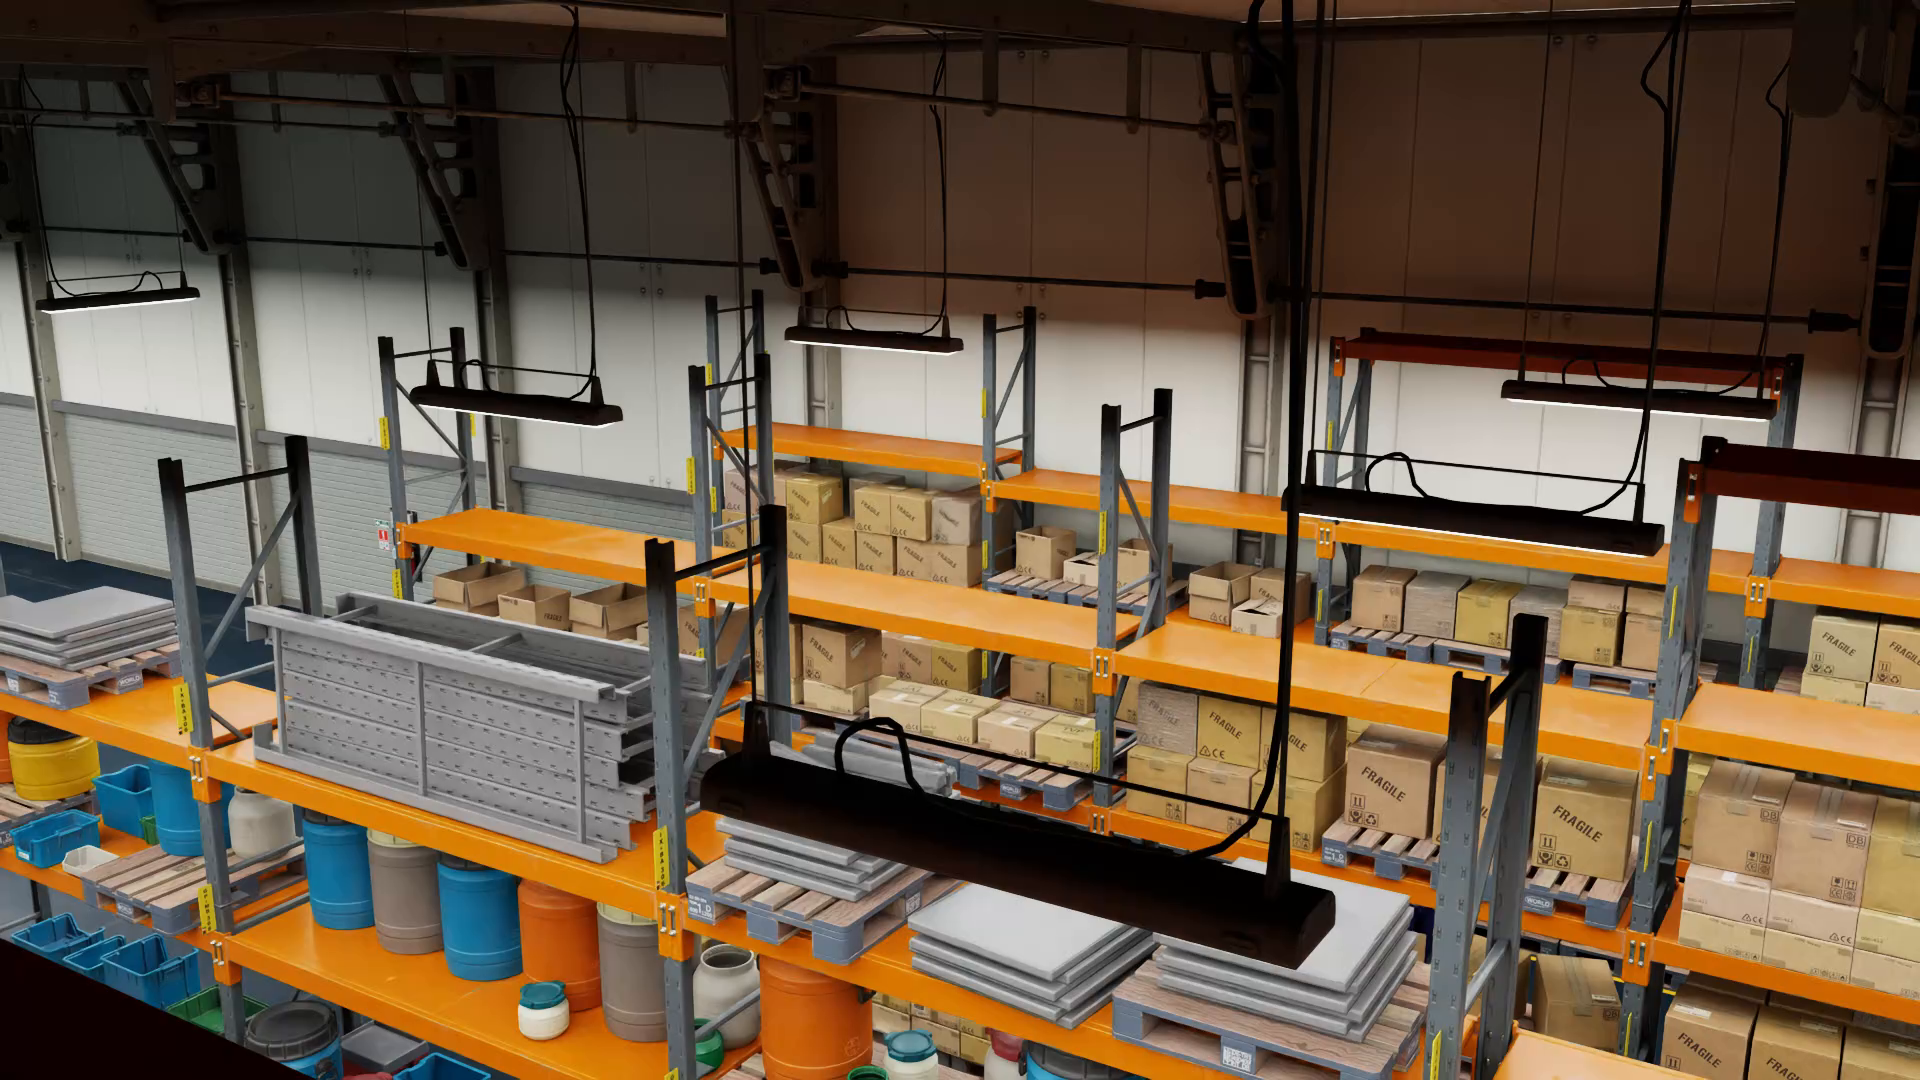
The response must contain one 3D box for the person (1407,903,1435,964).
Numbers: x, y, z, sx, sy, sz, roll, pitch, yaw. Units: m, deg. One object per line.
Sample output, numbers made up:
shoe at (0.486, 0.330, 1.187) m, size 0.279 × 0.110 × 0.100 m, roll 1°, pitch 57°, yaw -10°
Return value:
person at (4.259, 3.488, 15.696) m, size 0.516 × 1.650 × 0.449 m, roll -4°, pitch 14°, yaw -17°
